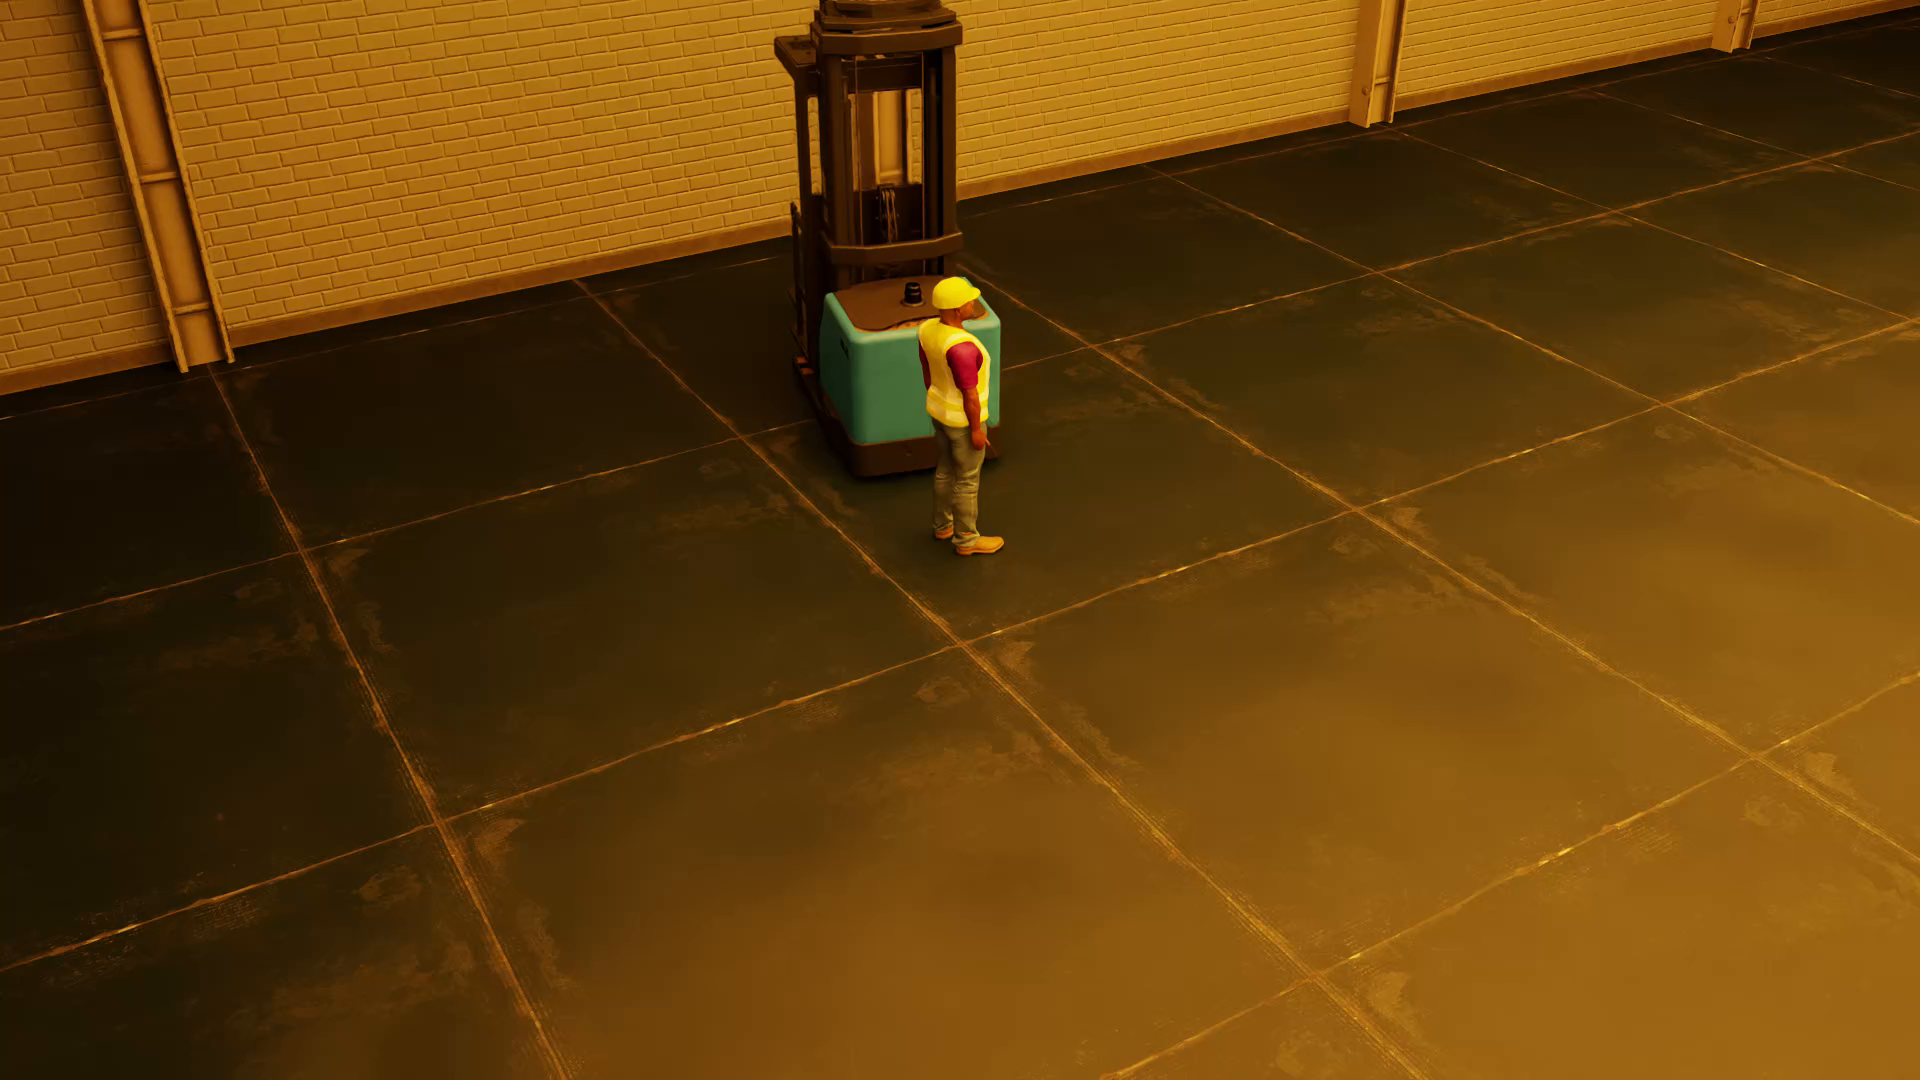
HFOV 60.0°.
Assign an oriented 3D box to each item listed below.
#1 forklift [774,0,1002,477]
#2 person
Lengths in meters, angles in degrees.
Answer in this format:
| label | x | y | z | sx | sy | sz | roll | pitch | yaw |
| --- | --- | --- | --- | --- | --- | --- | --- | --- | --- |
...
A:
| label | x | y | z | sx | sy | sz | roll | pitch | yaw |
| --- | --- | --- | --- | --- | --- | --- | --- | --- | --- |
| forklift | -0.634 | -2.424 | 11.696 | 1.130 | 2.935 | 3.031 | -9 | 32 | -14 |
| person | -0.003 | -0.758 | 10.048 | 0.395 | 1.770 | 0.556 | -17 | 35 | -26 |
